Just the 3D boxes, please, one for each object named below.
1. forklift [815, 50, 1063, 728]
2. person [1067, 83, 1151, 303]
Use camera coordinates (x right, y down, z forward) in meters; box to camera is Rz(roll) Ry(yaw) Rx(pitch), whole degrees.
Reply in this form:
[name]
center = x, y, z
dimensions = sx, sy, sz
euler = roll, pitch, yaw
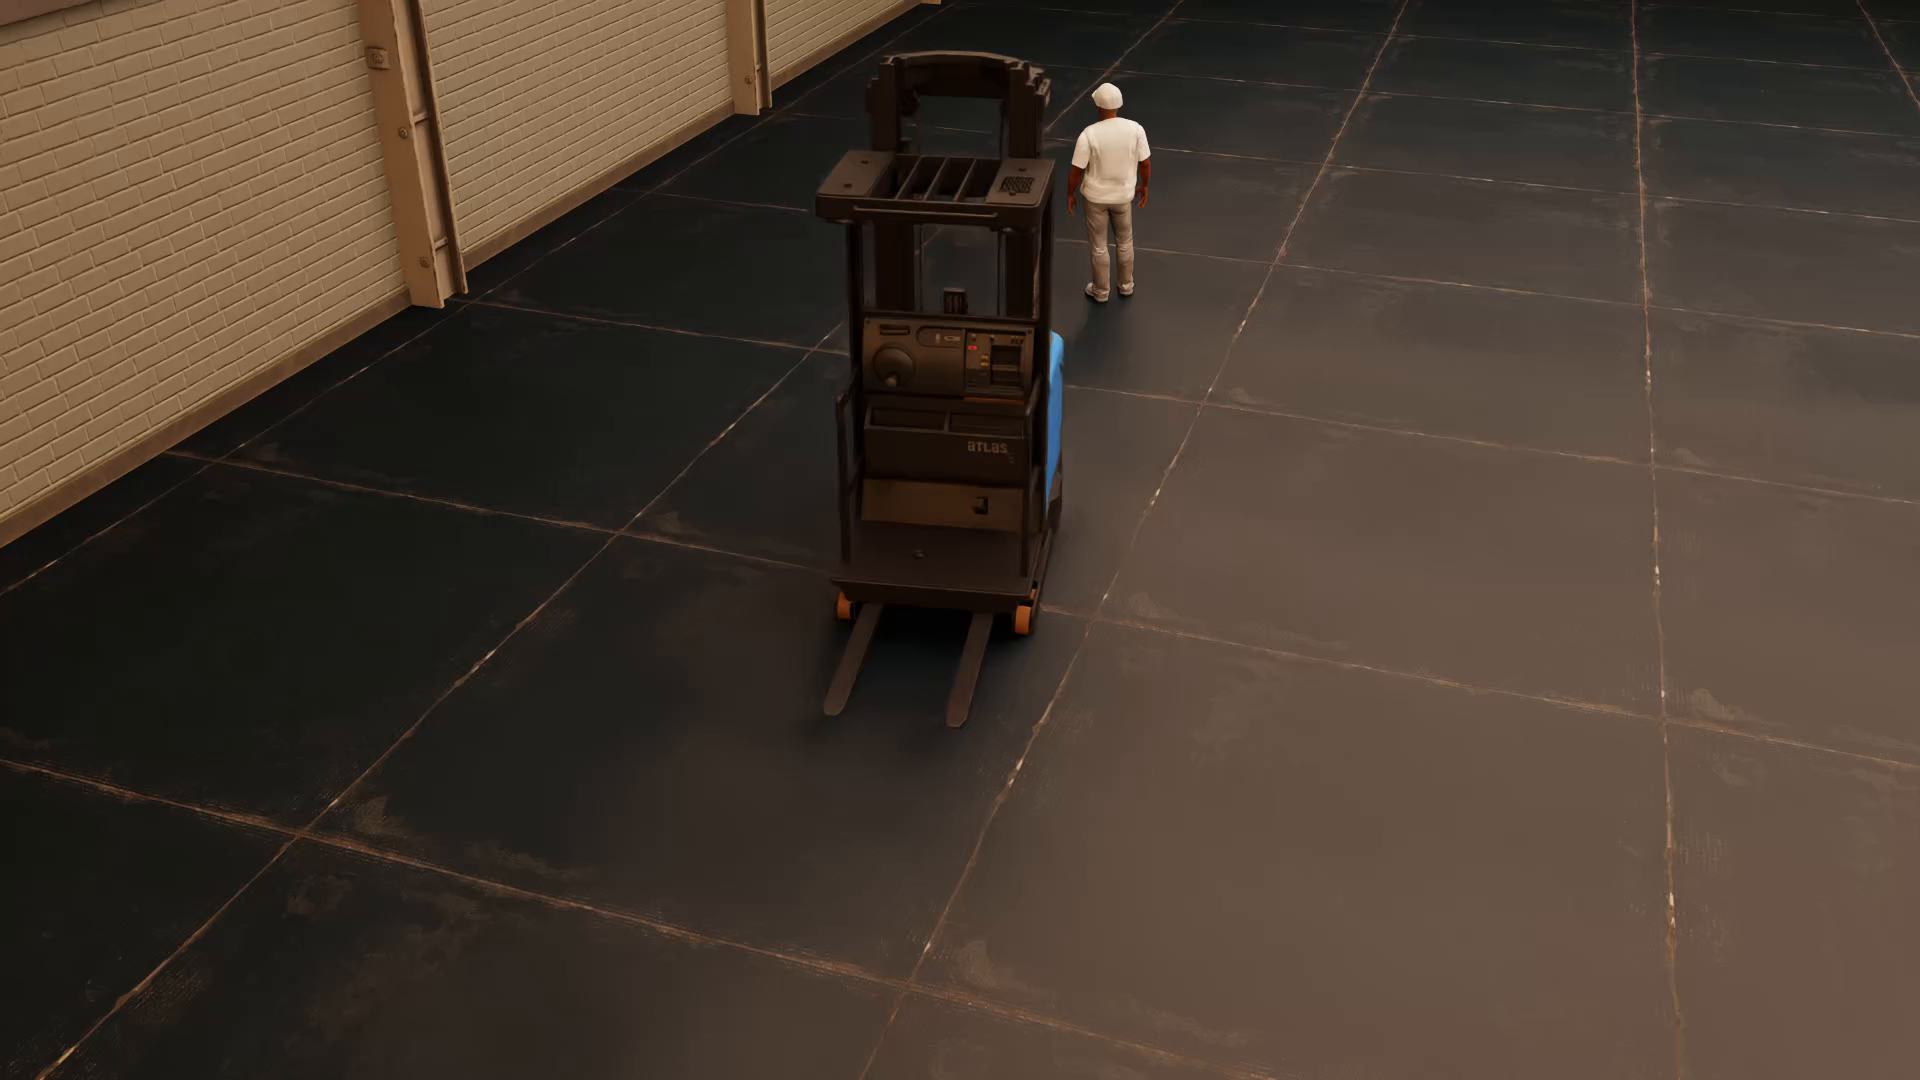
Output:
[forklift]
center = -0.096, -0.939, 8.783
dimensions = 1.130, 2.935, 3.031
euler = 5, 30, 8
[person]
center = 1.152, -2.749, 13.119
dimensions = 0.666, 1.765, 0.578
euler = -5, 30, -8
